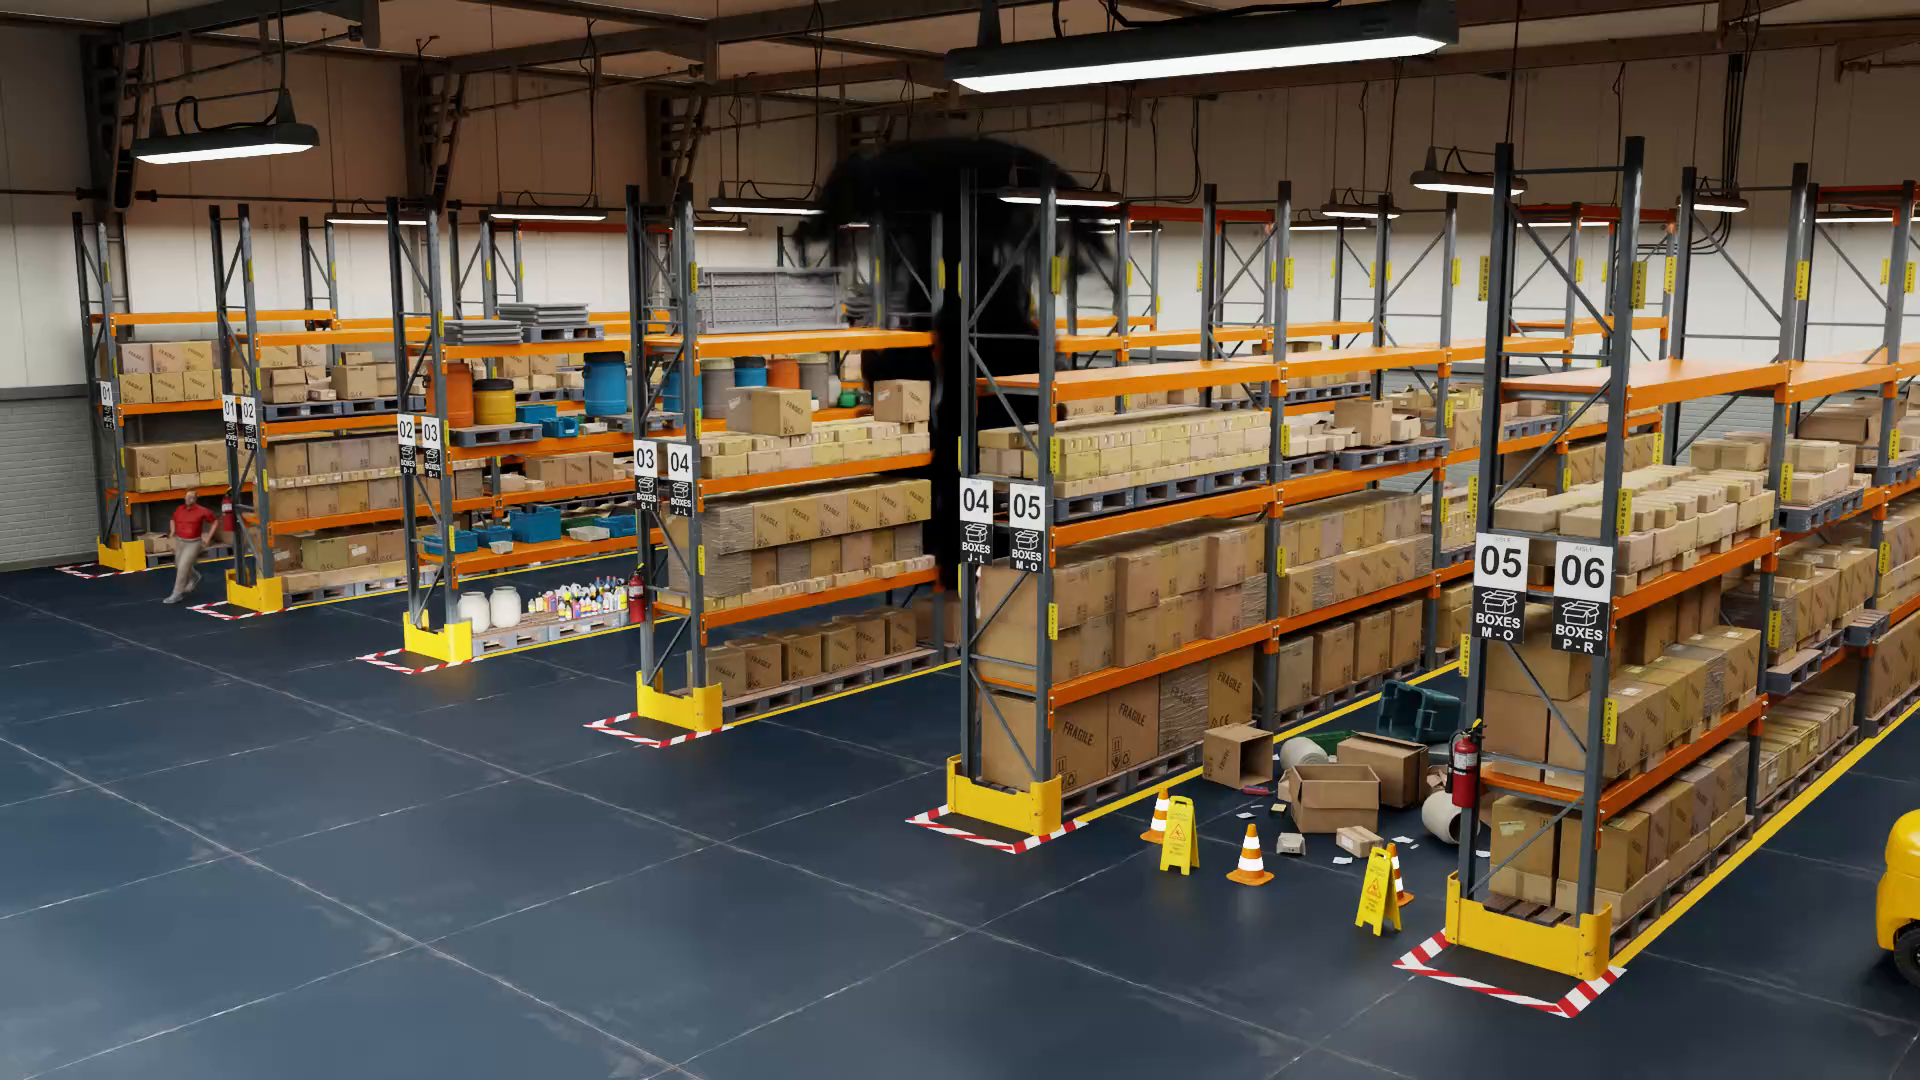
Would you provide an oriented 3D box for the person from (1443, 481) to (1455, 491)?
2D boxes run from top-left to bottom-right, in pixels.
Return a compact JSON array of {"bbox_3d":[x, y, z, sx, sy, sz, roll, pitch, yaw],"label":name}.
[{"bbox_3d":[7.766,-0.064,26.469,0.637,1.743,0.735,-9,13,-42],"label":"person"}]

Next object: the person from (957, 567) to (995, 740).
[{"bbox_3d":[0.244,1.161,17.281,0.678,1.815,0.787,6,11,33],"label":"person"}]

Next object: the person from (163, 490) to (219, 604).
[{"bbox_3d":[-11.881,0.077,25.643,0.734,1.695,0.955,2,10,12],"label":"person"}]
